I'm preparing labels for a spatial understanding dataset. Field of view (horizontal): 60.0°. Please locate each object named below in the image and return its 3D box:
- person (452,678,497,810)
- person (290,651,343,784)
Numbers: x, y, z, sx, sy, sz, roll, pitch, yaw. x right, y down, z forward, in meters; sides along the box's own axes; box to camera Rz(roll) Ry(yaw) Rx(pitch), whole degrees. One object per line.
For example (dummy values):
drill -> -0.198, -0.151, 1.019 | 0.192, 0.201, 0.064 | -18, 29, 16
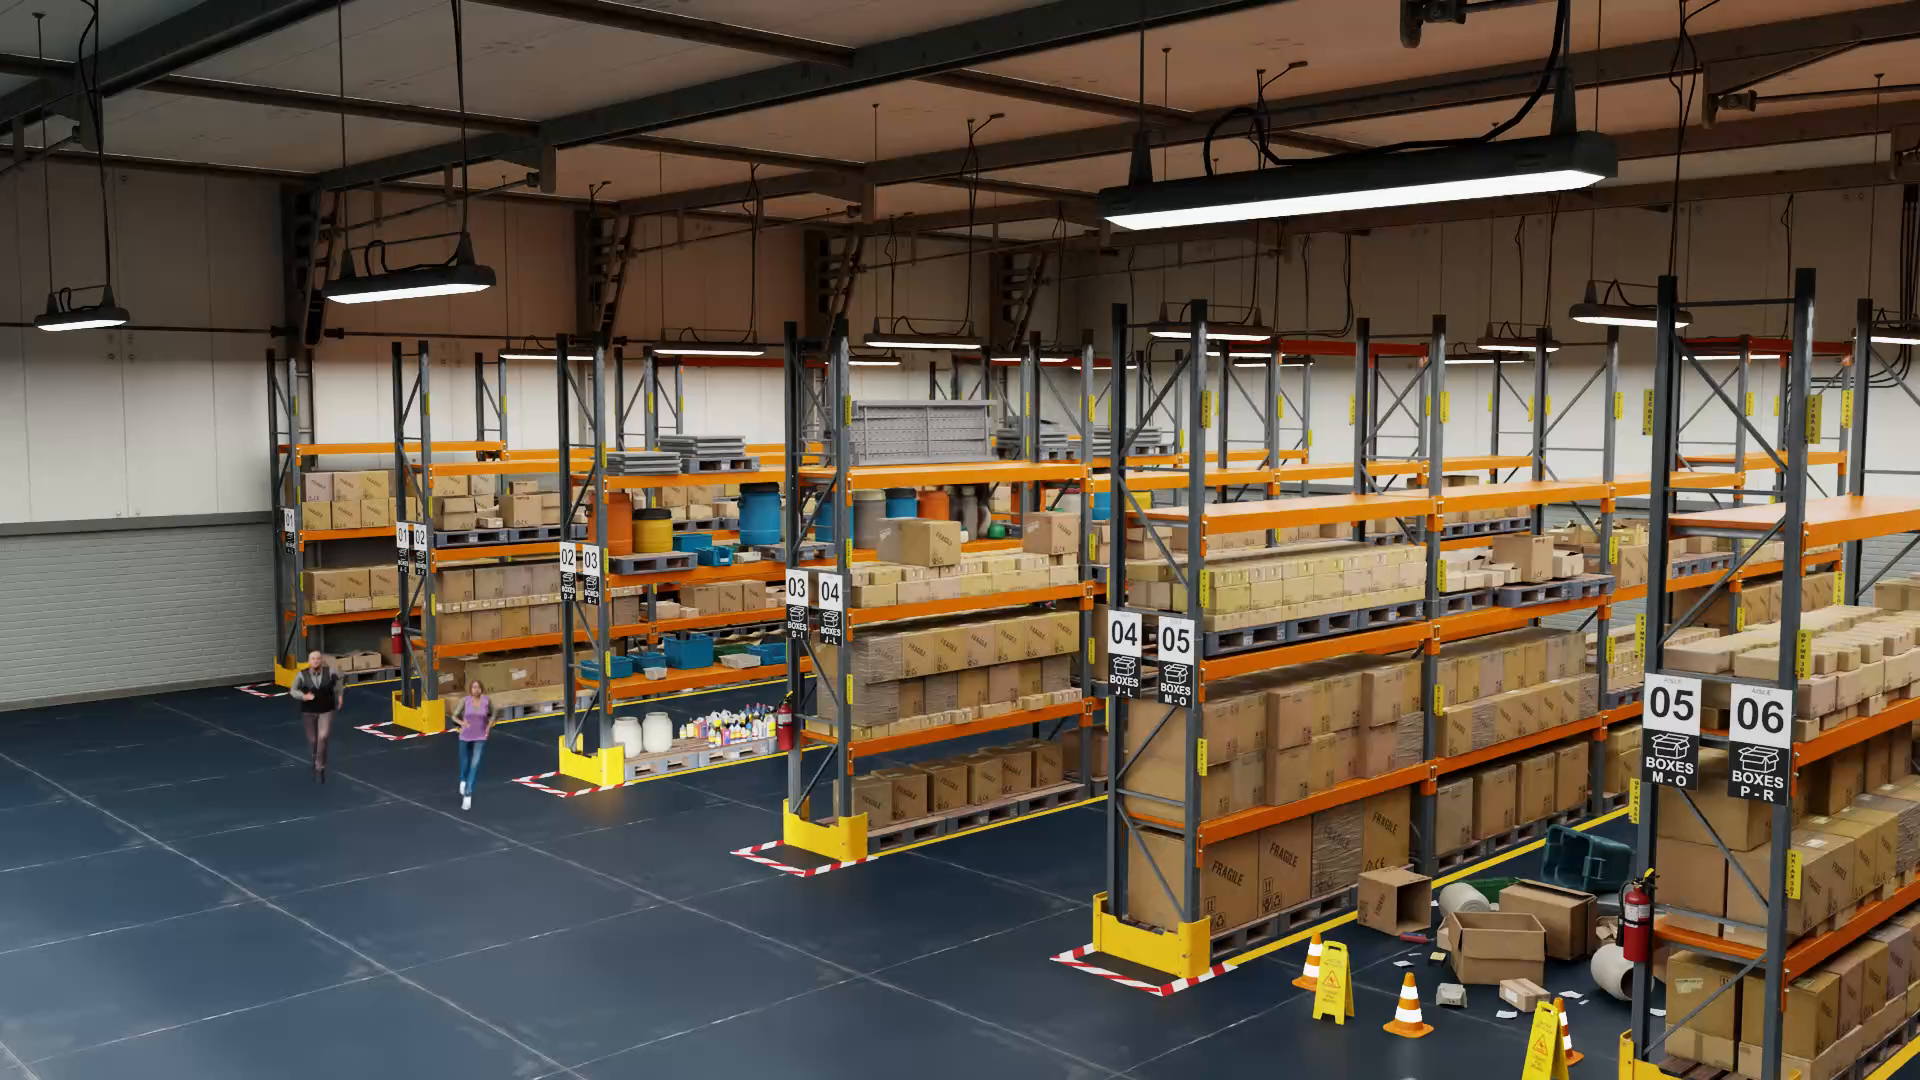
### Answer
person -> -6.174, 2.548, 21.162 | 0.549, 1.604, 0.777 | -1, 5, -14
person -> -8.712, 2.362, 22.548 | 0.677, 1.755, 0.970 | -2, 5, -21
